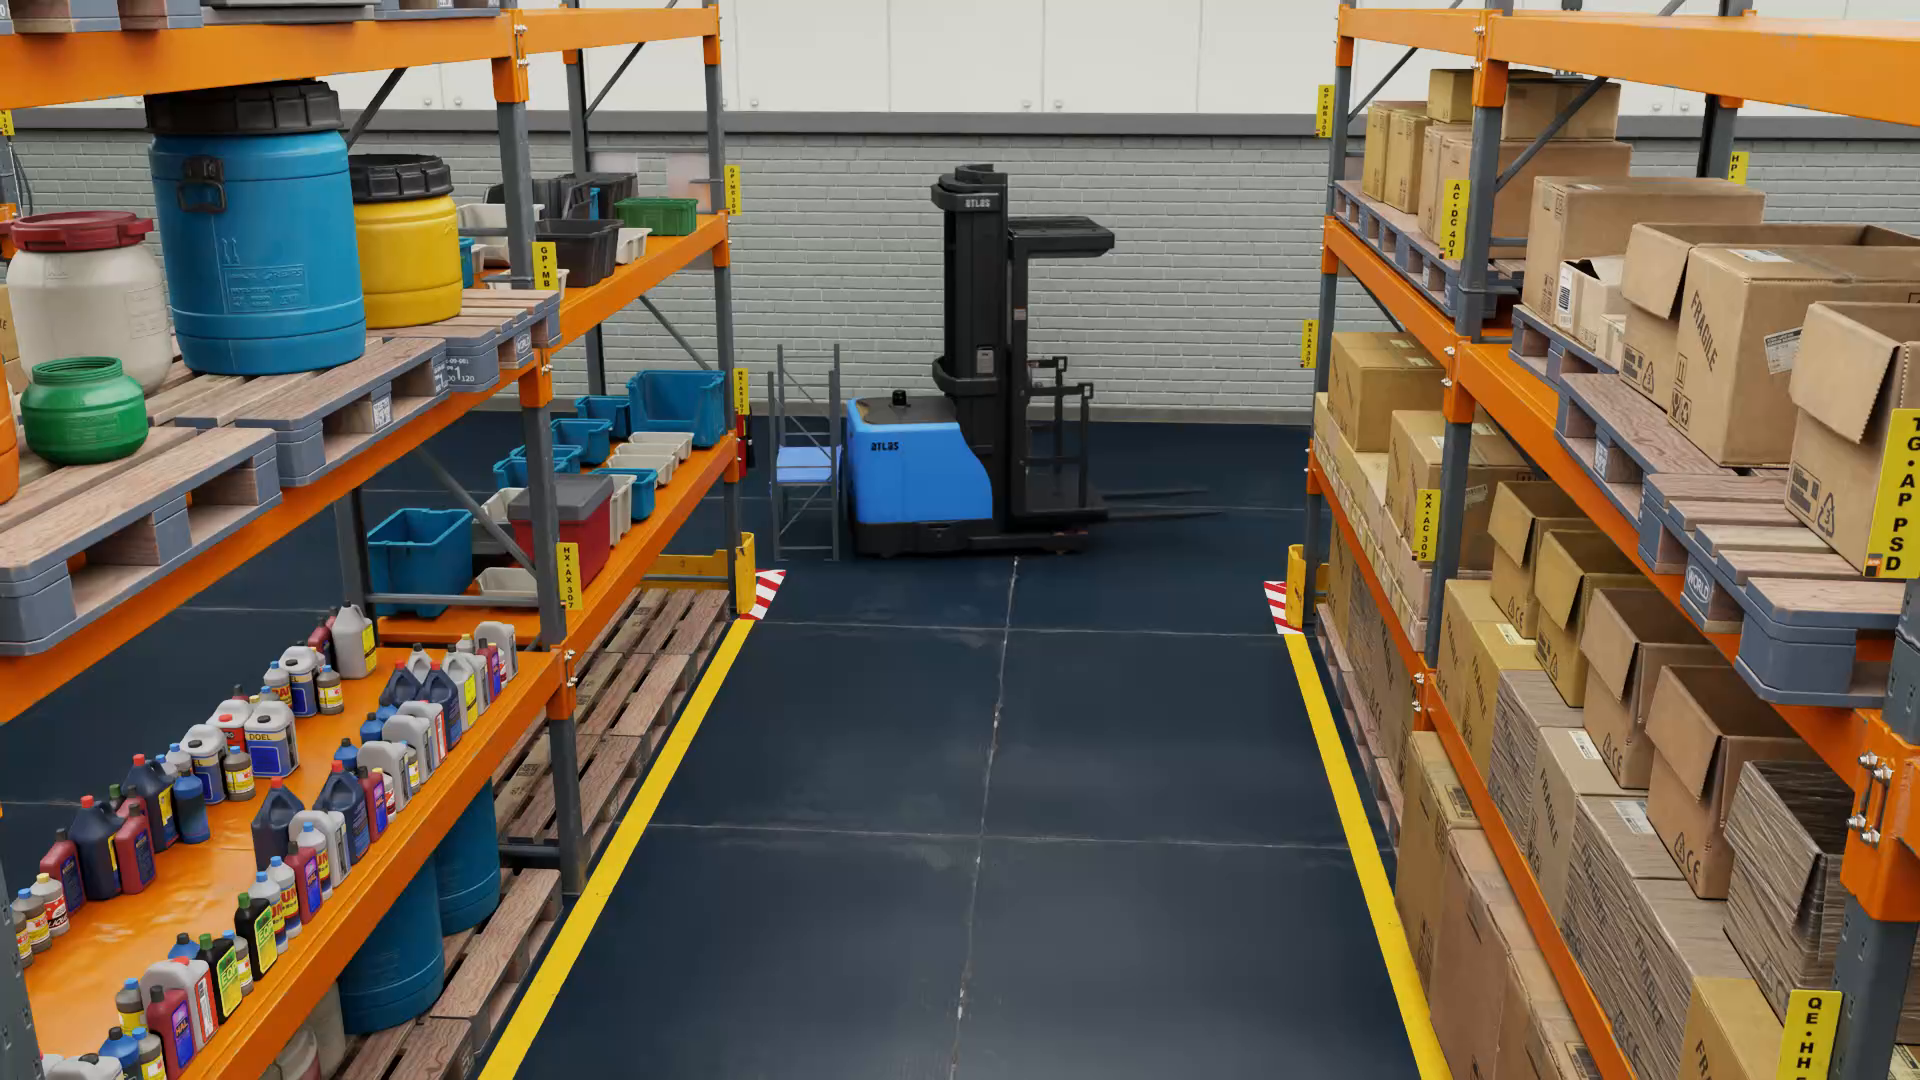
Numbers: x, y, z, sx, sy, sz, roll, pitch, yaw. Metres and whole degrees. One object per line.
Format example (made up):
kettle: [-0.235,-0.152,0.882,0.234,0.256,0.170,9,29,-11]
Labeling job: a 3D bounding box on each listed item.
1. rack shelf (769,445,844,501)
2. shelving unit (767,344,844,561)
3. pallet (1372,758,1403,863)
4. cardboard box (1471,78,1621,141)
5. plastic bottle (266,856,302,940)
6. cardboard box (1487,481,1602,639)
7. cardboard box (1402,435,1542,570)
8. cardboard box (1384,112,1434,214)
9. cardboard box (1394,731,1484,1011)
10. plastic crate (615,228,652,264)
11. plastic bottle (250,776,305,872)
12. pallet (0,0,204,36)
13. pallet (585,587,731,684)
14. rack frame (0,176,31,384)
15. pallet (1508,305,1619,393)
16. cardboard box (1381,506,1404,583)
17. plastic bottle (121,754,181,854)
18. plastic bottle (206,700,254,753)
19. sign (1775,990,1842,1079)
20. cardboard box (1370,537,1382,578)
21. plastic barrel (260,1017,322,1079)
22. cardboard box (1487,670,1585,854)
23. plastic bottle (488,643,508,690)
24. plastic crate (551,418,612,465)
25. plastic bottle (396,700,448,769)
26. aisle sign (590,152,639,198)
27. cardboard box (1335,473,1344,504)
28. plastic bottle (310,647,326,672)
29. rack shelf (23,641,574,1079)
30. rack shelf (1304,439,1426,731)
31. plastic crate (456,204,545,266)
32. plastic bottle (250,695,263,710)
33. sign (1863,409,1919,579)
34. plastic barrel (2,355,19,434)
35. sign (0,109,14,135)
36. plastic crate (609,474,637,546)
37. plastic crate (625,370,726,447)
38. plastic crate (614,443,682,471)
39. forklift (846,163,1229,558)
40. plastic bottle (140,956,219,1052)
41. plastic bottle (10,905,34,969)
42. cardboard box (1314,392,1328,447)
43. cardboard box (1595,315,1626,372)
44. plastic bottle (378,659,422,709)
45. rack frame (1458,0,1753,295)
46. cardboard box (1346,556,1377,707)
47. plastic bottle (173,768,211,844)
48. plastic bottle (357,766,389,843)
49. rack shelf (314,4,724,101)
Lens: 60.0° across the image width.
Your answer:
rack shelf: [-1.210,-0.541,13.242,0.538,0.185,1.000,-1,18,-2]
shelving unit: [-1.210,-0.712,13.186,0.538,1.500,1.048,-1,18,-2]
pallet: [2.728,1.488,8.542,1.003,0.211,1.213,1,18,4]
cardboard box: [2.669,-1.971,7.603,0.500,0.250,0.500,0,18,0]
plastic bottle: [-2.177,1.141,5.330,0.097,0.271,0.097,0,18,0]
cardboard box: [2.558,0.072,6.614,0.797,0.503,0.637,1,18,2]
cardboard box: [2.361,-0.178,7.706,0.500,0.500,0.500,2,18,5]
cardboard box: [2.749,-2.068,9.105,0.700,0.500,0.500,0,18,0]
cardboard box: [2.569,1.407,7.050,1.225,0.875,0.875,1,18,4]
plastic crate: [-1.959,-1.608,9.119,0.437,0.136,0.530,1,18,4]
plastic bottle: [-2.325,0.984,5.682,0.144,0.351,0.185,1,18,4]
pallet: [-2.549,-1.265,3.777,1.213,0.211,1.003,1,18,4]
pallet: [-2.156,0.625,11.176,1.003,0.211,1.213,1,18,4]
rack frame: [-6.999,-1.067,11.862,1.000,3.000,0.127,1,18,4]
pallet: [2.579,-0.651,6.082,0.805,0.209,1.217,1,18,2]
cardboard box: [2.400,0.024,8.296,0.500,0.250,0.500,2,18,6]
plastic bottle: [-2.871,0.915,5.891,0.144,0.351,0.185,1,18,4]
plastic bottle: [-2.825,0.769,6.458,0.152,0.276,0.135,1,18,4]
sign: [1.755,1.078,3.455,0.100,0.325,0.005,1,18,4]
cardboard box: [2.364,0.095,8.718,0.380,0.149,0.250,2,18,5]
plastic barrel: [-2.533,1.973,5.784,0.600,0.588,0.708,1,18,4]
cardboard box: [2.241,0.799,6.007,0.500,0.500,0.500,1,18,3]
plastic bottle: [-2.032,0.548,7.253,0.097,0.201,0.097,0,18,0]
plastic crate: [-2.452,-0.630,10.702,0.416,0.233,0.300,1,18,4]
plastic bottle: [-2.113,0.746,6.529,0.152,0.276,0.135,1,18,4]
aisle sign: [-2.349,-2.220,11.205,0.394,0.787,0.004,1,18,4]
cardboard box: [2.456,-0.303,9.934,0.380,0.149,0.250,1,18,3]
plastic bottle: [-2.797,0.564,7.205,0.097,0.201,0.097,0,18,0]
rack shelf: [-2.488,1.250,5.946,1.077,0.370,4.000,1,18,4]
rack shelf: [2.739,0.118,9.400,1.077,0.370,4.000,1,18,4]
plastic crate: [-2.525,-1.643,8.993,0.437,0.282,0.530,1,18,4]
plastic bottle: [-2.834,0.726,6.708,0.097,0.201,0.097,0,18,0]
sign: [1.755,-0.084,3.086,0.100,0.325,0.005,1,18,4]
plastic barrel: [-2.701,-0.366,4.453,0.301,0.262,0.301,0,18,0]
sign: [-6.447,-2.895,11.200,0.100,0.325,0.005,1,18,4]
plastic crate: [-2.052,-0.155,9.173,0.437,0.282,0.530,1,18,4]
plastic crate: [-1.896,-0.892,11.176,0.616,0.435,0.499,1,18,4]
plastic crate: [-1.971,-0.511,10.494,0.396,0.136,0.243,1,18,4]
forklift: [0.627,-1.446,13.129,3.031,2.935,1.130,-3,18,-8]
plastic bottle: [-2.245,1.318,4.784,0.152,0.276,0.135,1,18,4]
plastic bottle: [-2.950,1.230,5.170,0.097,0.201,0.097,0,18,0]
cardboard box: [2.578,-0.772,10.724,0.500,0.250,0.500,1,18,2]
cardboard box: [2.339,-0.649,5.498,0.380,0.149,0.250,1,18,2]
plastic bottle: [-2.242,0.658,6.678,0.144,0.351,0.185,1,18,4]
rack frame: [2.595,-2.453,6.458,1.000,3.000,0.127,1,18,4]
cardboard box: [2.851,0.449,9.974,0.875,0.875,0.875,1,18,4]
plastic bottle: [-2.747,0.942,5.937,0.097,0.271,0.097,0,18,0]
plastic bottle: [-2.111,0.929,5.958,0.061,0.283,0.133,1,18,4]
rack shelf: [-2.202,-2.653,8.865,1.077,0.370,4.000,1,18,4]
